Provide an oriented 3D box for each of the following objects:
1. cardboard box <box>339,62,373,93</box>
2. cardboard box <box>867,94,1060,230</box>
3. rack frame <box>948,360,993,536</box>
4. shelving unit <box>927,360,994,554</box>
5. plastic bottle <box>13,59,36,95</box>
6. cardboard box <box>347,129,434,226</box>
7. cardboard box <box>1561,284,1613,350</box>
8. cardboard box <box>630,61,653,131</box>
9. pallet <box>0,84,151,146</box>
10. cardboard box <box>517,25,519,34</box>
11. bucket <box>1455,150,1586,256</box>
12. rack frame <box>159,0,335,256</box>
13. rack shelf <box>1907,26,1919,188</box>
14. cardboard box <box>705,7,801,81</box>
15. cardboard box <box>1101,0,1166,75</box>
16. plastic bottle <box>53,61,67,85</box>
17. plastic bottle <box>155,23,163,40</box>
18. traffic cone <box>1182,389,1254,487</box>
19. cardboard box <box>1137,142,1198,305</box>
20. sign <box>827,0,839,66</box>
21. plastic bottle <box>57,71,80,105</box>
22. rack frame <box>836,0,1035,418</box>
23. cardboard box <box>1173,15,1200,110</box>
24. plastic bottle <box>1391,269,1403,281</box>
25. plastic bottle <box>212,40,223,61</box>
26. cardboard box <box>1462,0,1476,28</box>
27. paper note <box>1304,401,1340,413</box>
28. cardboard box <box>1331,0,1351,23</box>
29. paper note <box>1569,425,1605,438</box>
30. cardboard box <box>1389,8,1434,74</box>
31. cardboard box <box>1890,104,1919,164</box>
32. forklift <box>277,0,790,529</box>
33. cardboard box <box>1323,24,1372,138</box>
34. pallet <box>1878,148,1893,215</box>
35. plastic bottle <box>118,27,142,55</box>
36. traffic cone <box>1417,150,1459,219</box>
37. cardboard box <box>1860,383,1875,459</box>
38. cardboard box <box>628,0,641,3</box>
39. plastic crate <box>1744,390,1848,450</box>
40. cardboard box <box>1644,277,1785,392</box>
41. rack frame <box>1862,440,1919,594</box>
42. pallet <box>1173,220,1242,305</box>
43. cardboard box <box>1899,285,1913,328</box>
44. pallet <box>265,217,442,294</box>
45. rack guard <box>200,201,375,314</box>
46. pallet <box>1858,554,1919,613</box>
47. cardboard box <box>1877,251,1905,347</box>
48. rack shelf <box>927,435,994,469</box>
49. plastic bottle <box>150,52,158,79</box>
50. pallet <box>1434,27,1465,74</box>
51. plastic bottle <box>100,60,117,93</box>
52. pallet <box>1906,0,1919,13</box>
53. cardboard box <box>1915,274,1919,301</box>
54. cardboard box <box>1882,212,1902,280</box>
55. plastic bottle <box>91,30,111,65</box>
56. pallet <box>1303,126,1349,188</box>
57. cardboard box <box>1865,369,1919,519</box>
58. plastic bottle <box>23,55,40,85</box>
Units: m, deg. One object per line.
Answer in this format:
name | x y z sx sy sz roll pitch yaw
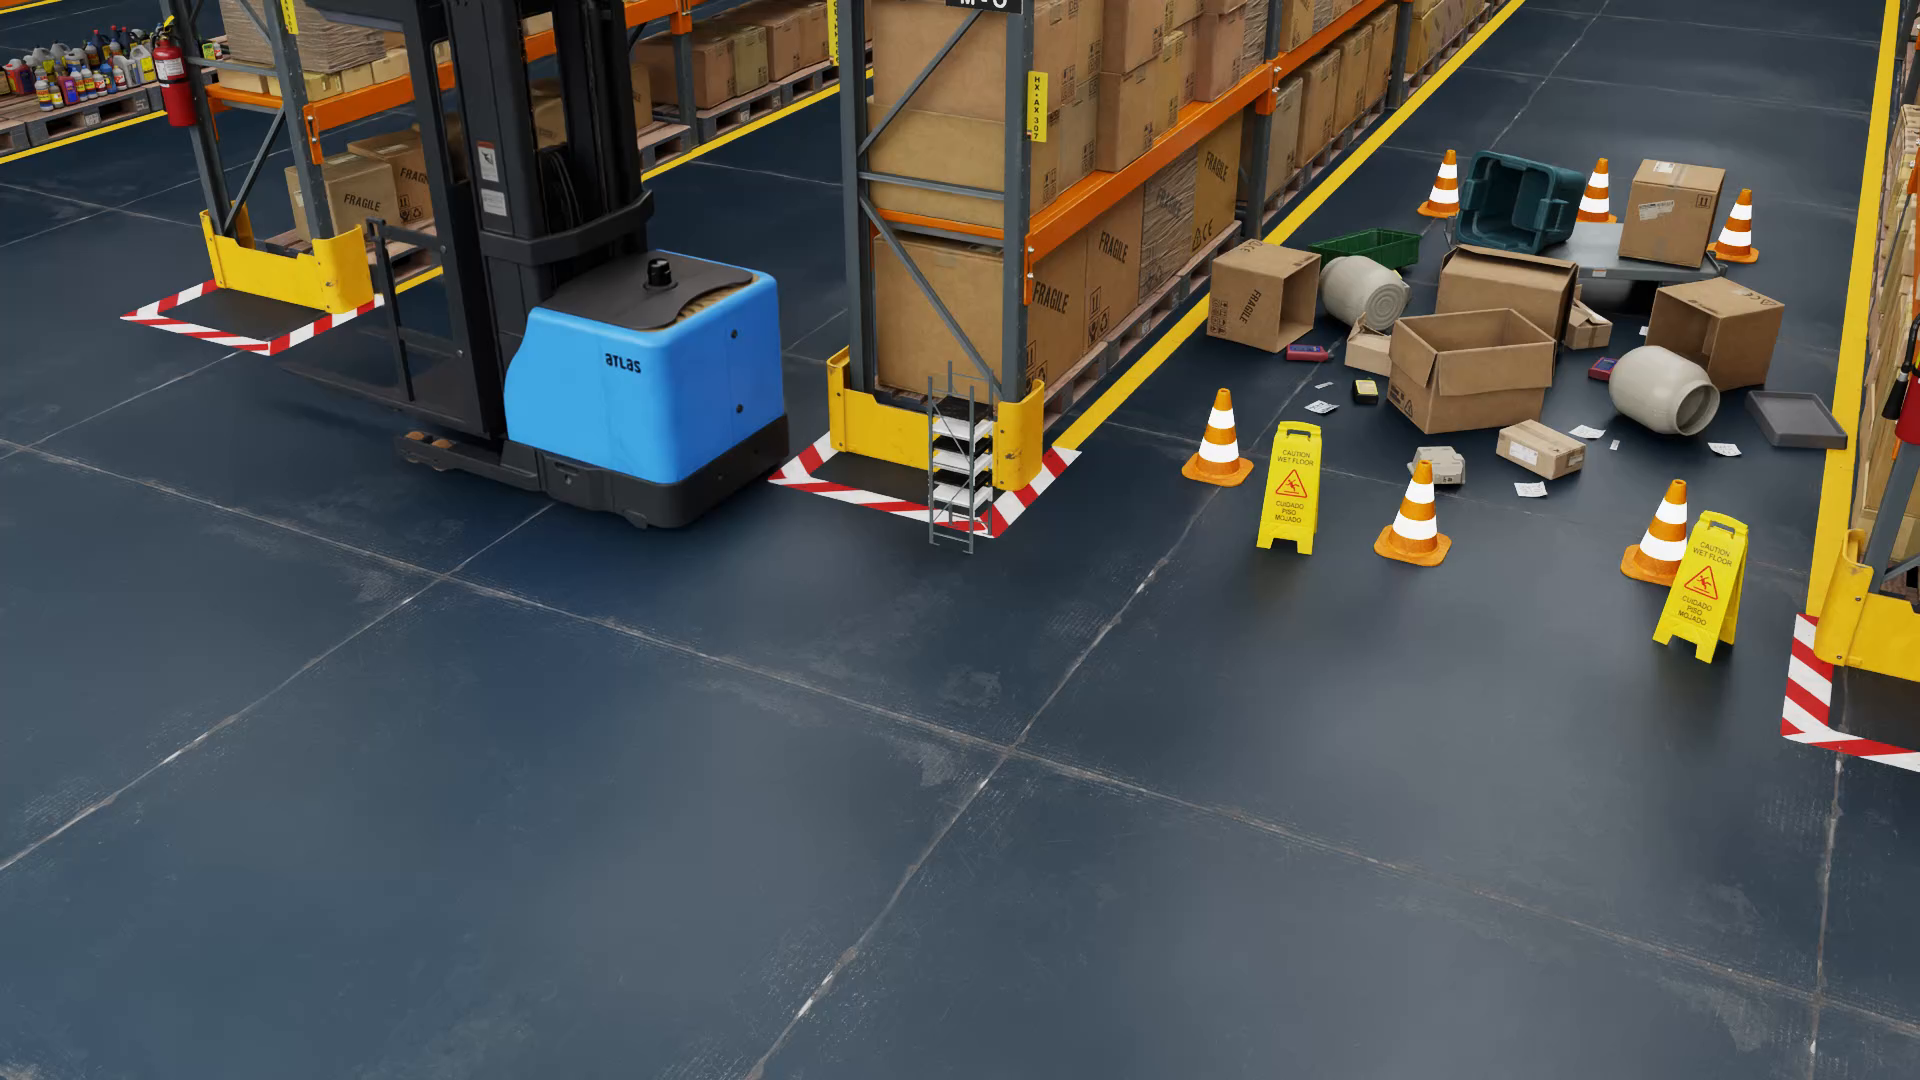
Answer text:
cardboard box | -4.023 -3.004 10.721 0.380 0.149 0.250 14 33 23
cardboard box | 0.002 -2.004 8.576 0.875 0.550 0.550 14 33 23
rack frame | 0.050 -0.439 8.110 0.240 0.900 0.006 14 33 23
shelving unit | 0.004 -0.394 8.032 0.258 0.900 0.210 14 33 23
plastic bottle | -8.225 -4.066 14.603 0.061 0.283 0.133 14 33 23
cardboard box | -3.955 -2.578 11.815 0.500 0.500 0.500 24 38 36
cardboard box | 3.866 -1.399 10.420 0.258 0.266 0.396 -7 31 -11
cardboard box | -2.892 -3.637 13.660 0.500 0.500 0.500 13 32 22
pallet | -7.981 -3.790 14.638 1.003 0.211 1.213 14 33 23
cardboard box | -3.388 -3.681 11.900 0.380 0.149 0.250 14 33 23
bucket | 3.686 -2.193 10.818 0.620 0.611 0.726 -14 31 -42
rack frame | -4.496 -2.934 10.347 1.000 3.000 0.127 14 33 23
rack shelf | 7.059 -3.034 11.243 1.077 0.370 4.000 14 33 23
cardboard box | -1.886 -4.536 15.206 0.700 0.500 0.500 11 32 19
cardboard box | 0.621 -2.935 9.114 0.875 0.550 0.550 14 33 23
plastic bottle | -8.057 -4.182 14.888 0.097 0.201 0.097 0 30 0
plastic bottle | -7.618 -4.797 15.888 0.097 0.271 0.097 0 30 0
traffic cone | 1.379 -0.577 8.790 0.336 0.463 0.334 14 33 23
cardboard box | 0.940 -2.134 10.667 0.875 0.875 0.875 15 33 24
sign | -0.603 -2.498 8.187 0.100 0.325 0.005 14 33 23
plastic bottle | -7.682 -3.900 14.314 0.061 0.283 0.133 15 33 24
rack frame | -0.127 -1.764 8.309 1.000 3.000 0.127 14 33 23
cardboard box | 0.957 -2.974 10.267 0.875 0.550 0.550 14 33 23
plastic bottle | 2.913 -1.798 11.320 0.133 0.061 0.283 -1 30 -3
plastic bottle | -6.971 -4.576 15.575 0.097 0.201 0.097 0 30 0
cardboard box | 4.993 -5.569 17.024 0.500 0.500 0.500 13 33 22
paper note | 2.080 -0.767 9.557 0.142 0.017 0.144 -25 38 -36
cardboard box | 2.634 -4.198 12.447 0.500 0.500 0.500 14 33 23
paper note | 3.505 -0.606 9.287 0.142 0.019 0.148 -25 38 -36
cardboard box | 4.067 -4.664 15.448 0.500 0.500 0.500 13 32 21
cardboard box | 7.704 -3.027 12.725 0.950 0.372 0.625 12 32 20
forklift | -2.449 -1.849 8.527 3.031 2.935 1.130 16 34 26
cardboard box | 2.765 -3.879 13.830 1.050 0.750 0.750 15 33 24
pallet | 7.613 -2.677 12.699 1.003 0.211 1.213 14 33 23
plastic bottle | -7.692 -4.576 15.425 0.144 0.351 0.185 14 33 23
traffic cone | 3.651 -2.689 12.468 0.336 0.463 0.334 14 33 23
cardboard box | 4.931 -0.556 8.545 0.500 0.250 0.500 13 32 22
cardboard box | -2.632 -4.327 13.026 0.380 0.149 0.250 14 33 23
plastic crate | 4.703 -0.683 9.359 0.402 0.080 0.583 4 30 6
cardboard box | 4.449 -1.210 9.852 0.500 0.500 0.500 -12 32 -20
rack frame | 4.326 -0.686 6.432 1.000 3.000 0.127 14 33 23
pallet | 1.280 -2.008 11.536 1.003 0.211 1.213 14 33 23
cardboard box | 4.805 -1.101 8.091 0.380 0.149 0.250 16 33 25
pallet | -4.060 -2.110 11.713 1.003 0.211 1.213 14 33 23
rack guard | -4.461 -1.884 11.028 1.175 0.500 0.348 14 33 23
pallet | 4.762 0.138 7.798 1.003 0.211 1.213 14 33 23
cardboard box | 5.406 -1.334 9.146 0.500 0.500 0.500 16 33 25
rack shelf | 0.004 -0.443 8.004 0.258 0.077 0.200 14 33 23
plastic bottle | -7.244 -4.326 15.057 0.061 0.283 0.133 17 34 27
pallet | 4.432 -4.986 16.721 1.003 0.211 1.213 14 33 23
plastic bottle | -7.508 -4.084 14.648 0.097 0.271 0.097 0 30 0
pallet | 10.763 -5.658 17.892 1.003 0.211 1.213 14 33 23
cardboard box | 4.549 -1.158 7.507 0.380 0.149 0.250 15 33 24
cardboard box | 6.385 -1.735 10.476 0.950 0.372 0.625 15 33 24
plastic bottle | -7.906 -4.525 15.337 0.144 0.351 0.185 13 32 21
pallet | 2.535 -3.230 13.662 1.003 0.211 1.213 14 33 23
cardboard box | 4.459 -0.415 7.547 0.500 0.500 0.500 15 33 24
plastic bottle | -8.256 -4.148 14.754 0.152 0.276 0.135 13 32 22
